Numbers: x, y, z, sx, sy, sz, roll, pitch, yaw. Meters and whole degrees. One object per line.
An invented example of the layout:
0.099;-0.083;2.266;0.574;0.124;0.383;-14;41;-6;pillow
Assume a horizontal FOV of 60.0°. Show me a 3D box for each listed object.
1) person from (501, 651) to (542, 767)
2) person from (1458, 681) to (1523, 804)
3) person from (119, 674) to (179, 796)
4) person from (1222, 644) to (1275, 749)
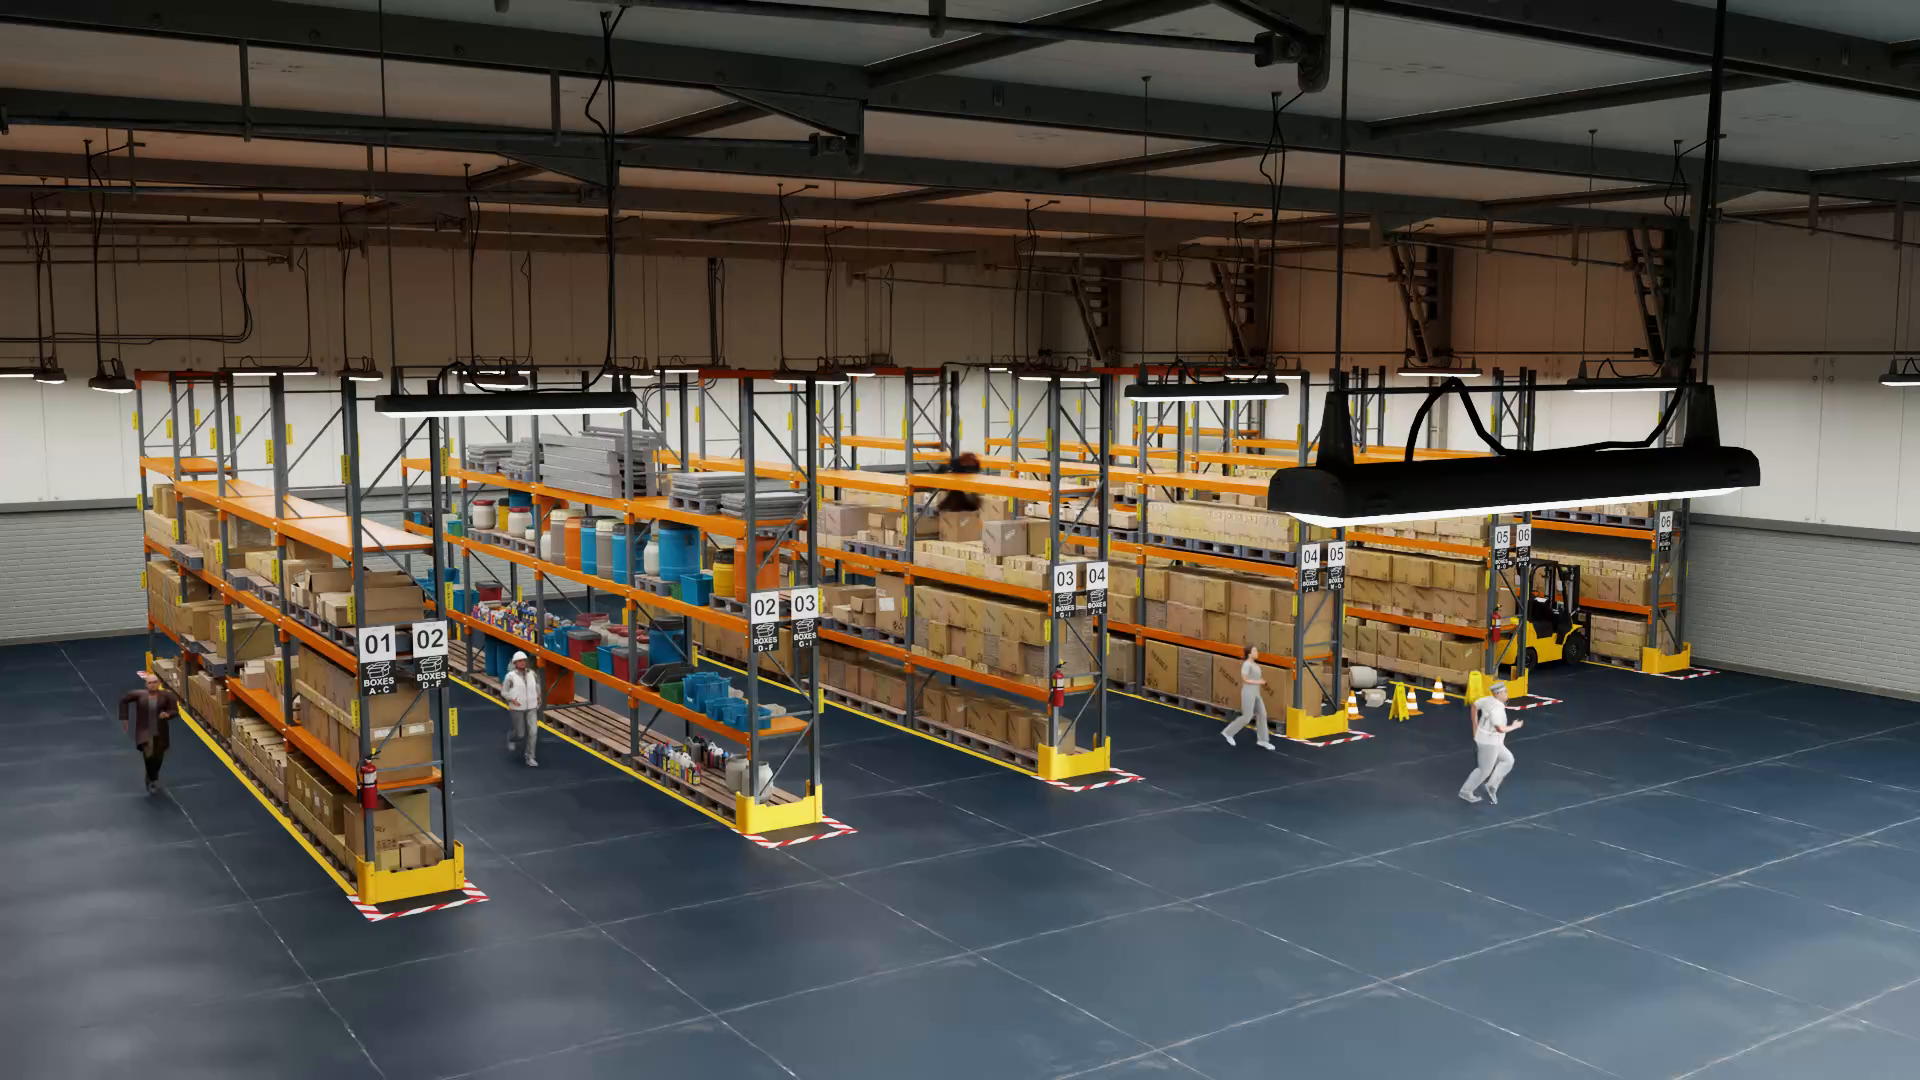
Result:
-6.735;2.583;25.663;0.677;1.746;0.875;-5;8;-36;person
7.426;2.836;23.259;0.830;1.773;0.694;1;7;10;person
-11.552;2.772;23.745;0.749;1.751;0.869;-4;8;-32;person
4.622;2.497;26.573;0.860;1.688;0.586;3;7;23;person
